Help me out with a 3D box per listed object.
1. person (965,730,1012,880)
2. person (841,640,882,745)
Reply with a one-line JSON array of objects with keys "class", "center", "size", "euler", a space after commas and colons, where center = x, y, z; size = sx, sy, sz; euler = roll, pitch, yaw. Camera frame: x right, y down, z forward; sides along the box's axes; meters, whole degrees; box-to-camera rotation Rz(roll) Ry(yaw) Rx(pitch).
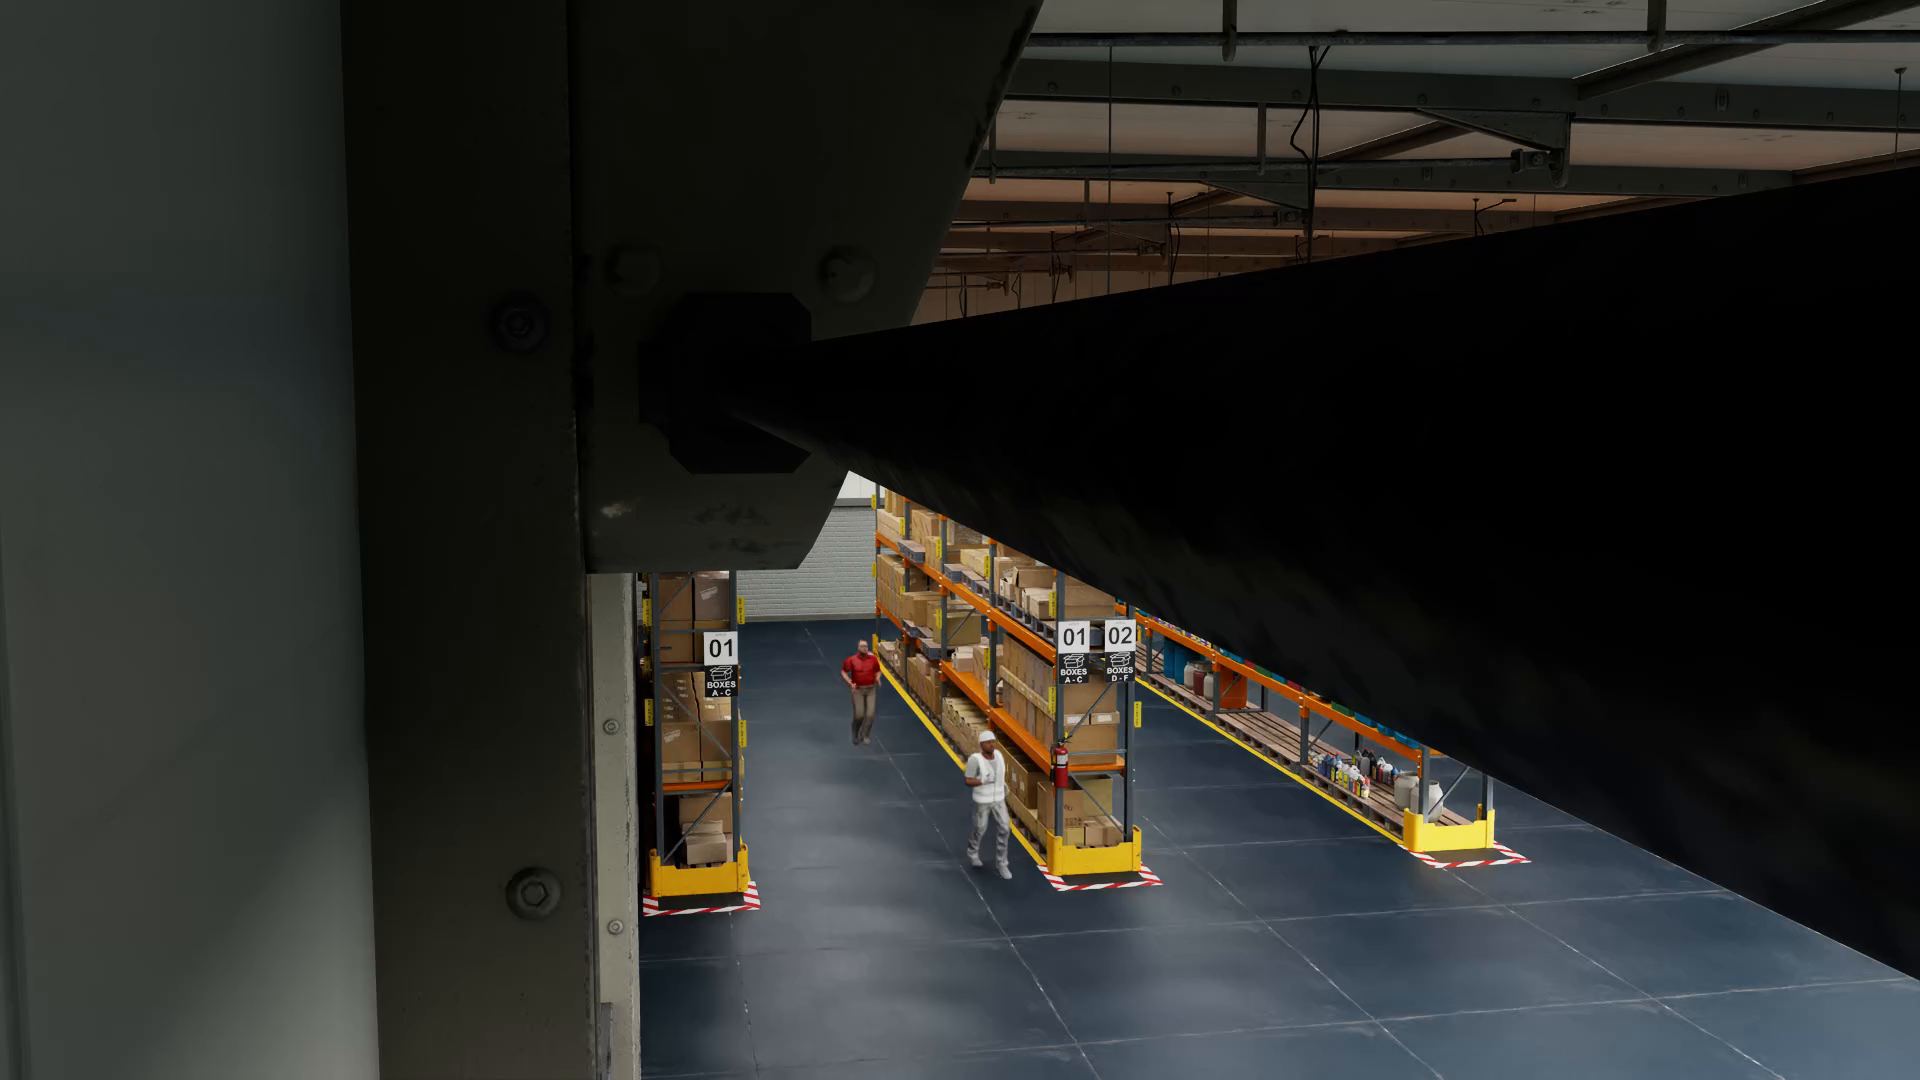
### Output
[{"class": "person", "center": [0.348, 3.289, 20.835], "size": [0.667, 1.831, 0.750], "euler": [-3, 7, -26]}, {"class": "person", "center": [-1.543, 2.475, 26.747], "size": [0.658, 1.724, 0.580], "euler": [-2, 6, -21]}]
